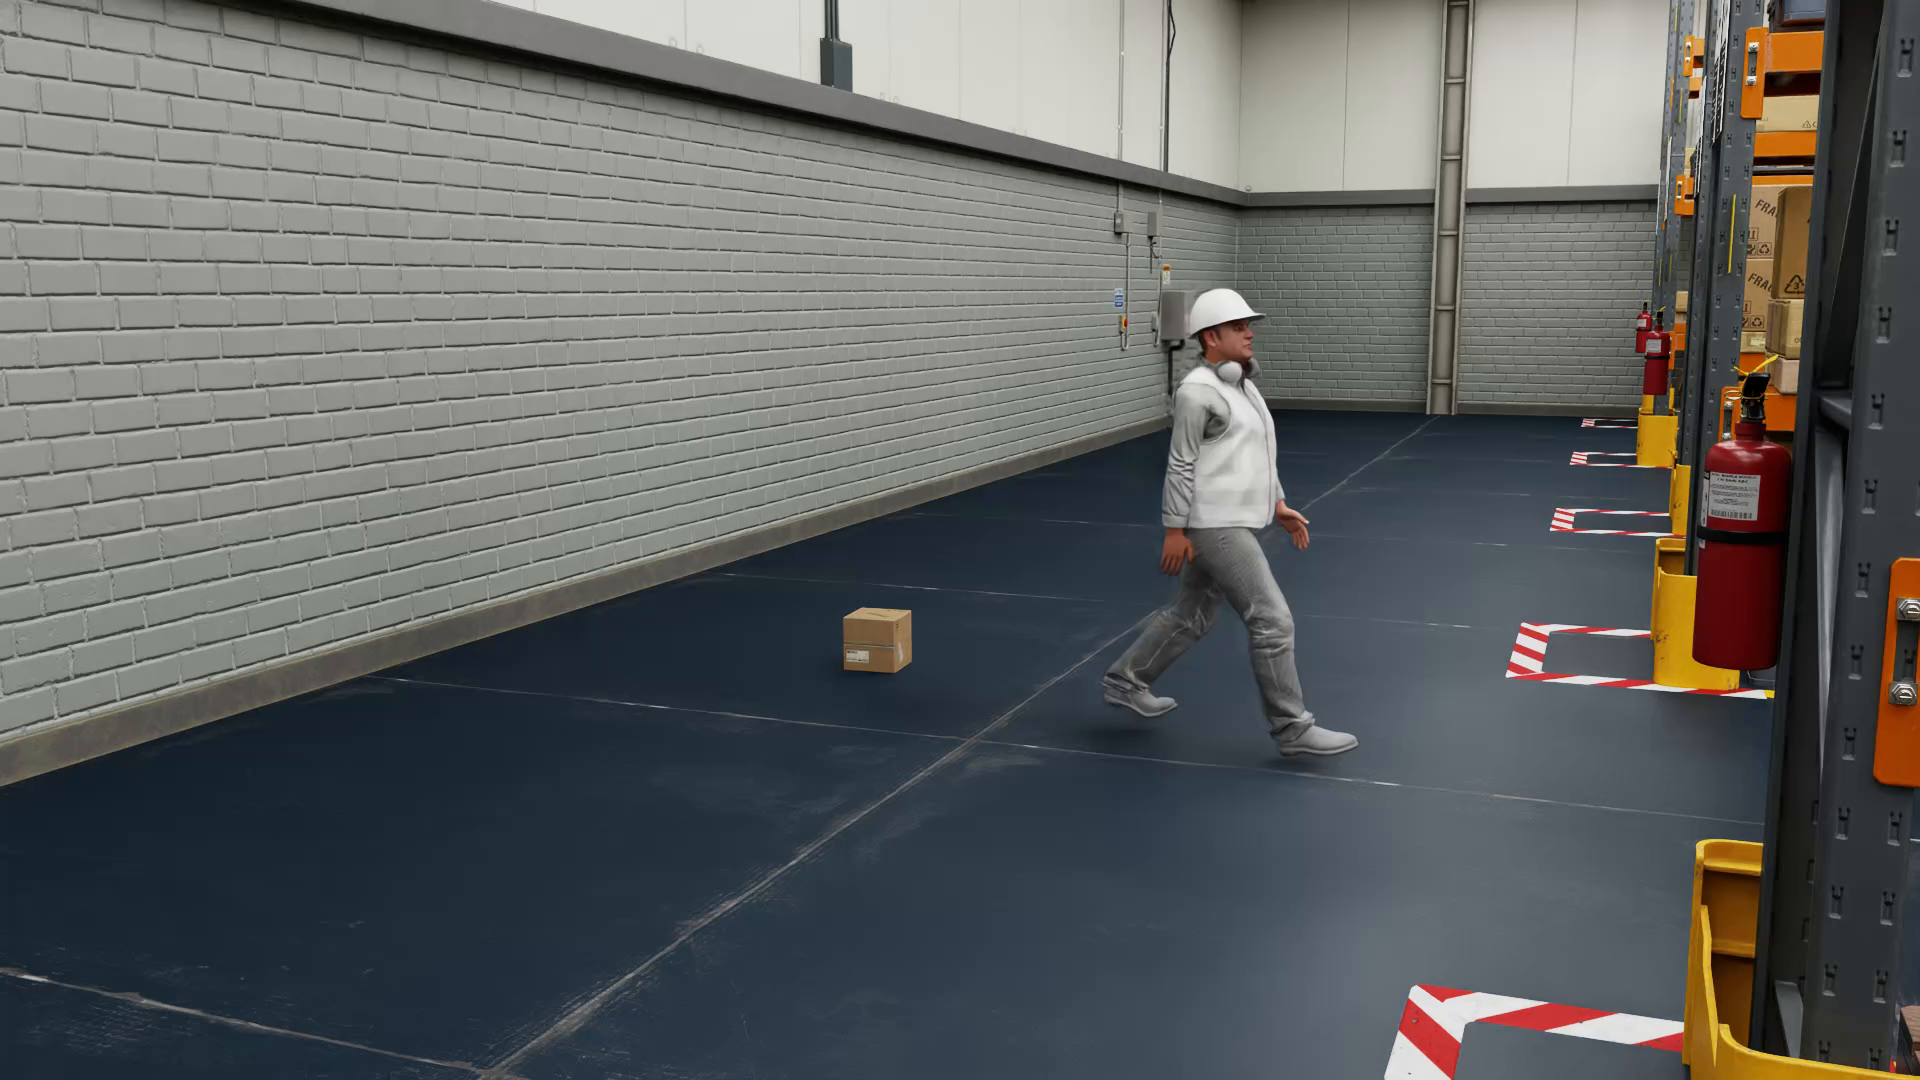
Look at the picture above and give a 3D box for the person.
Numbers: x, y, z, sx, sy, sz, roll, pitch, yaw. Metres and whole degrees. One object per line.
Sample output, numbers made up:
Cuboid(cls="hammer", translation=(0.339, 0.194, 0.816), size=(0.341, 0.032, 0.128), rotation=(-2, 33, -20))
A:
Cuboid(cls="person", translation=(1.025, -0.078, 6.292), size=(1.054, 1.725, 0.546), rotation=(4, 9, 24))
